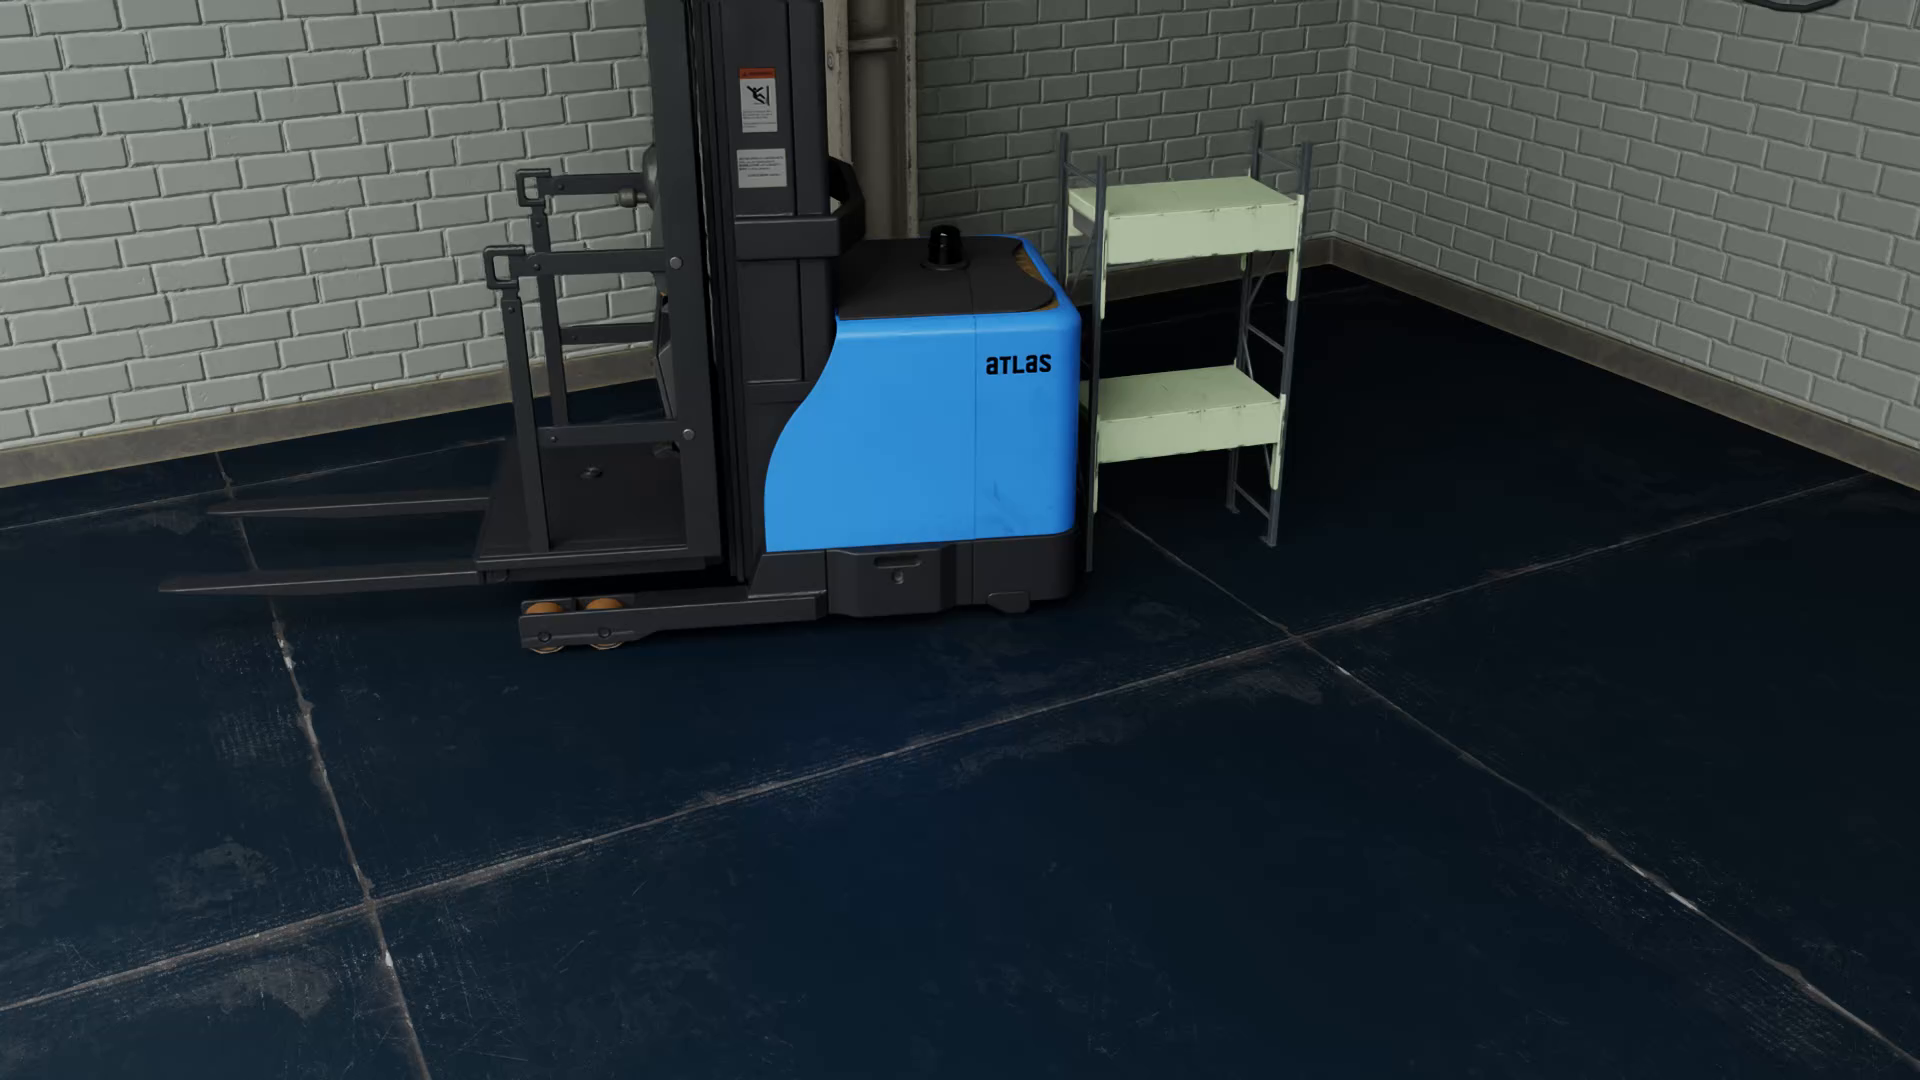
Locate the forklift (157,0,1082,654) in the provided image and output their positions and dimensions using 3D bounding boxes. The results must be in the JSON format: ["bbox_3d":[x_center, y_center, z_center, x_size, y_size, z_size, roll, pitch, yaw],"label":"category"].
[{"bbox_3d":[-1.155,-1.192,5.346,3.031,2.935,1.130,-4,26,-7],"label":"forklift"}]

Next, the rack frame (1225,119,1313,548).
[{"bbox_3d":[1.110,-0.731,6.040,0.023,1.500,0.400,-7,27,-15],"label":"rack frame"}]

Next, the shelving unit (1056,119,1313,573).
[{"bbox_3d":[0.759,-0.686,5.946,0.755,1.500,0.431,-7,27,-15],"label":"shelving unit"}]

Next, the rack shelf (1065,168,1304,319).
[{"bbox_3d":[0.759,-1.038,5.777,0.720,0.370,0.431,-7,27,-15],"label":"rack shelf"}]

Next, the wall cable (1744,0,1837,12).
[{"bbox_3d":[2.782,-3.690,7.127,0.112,2.526,3.097,-13,29,-25],"label":"wall cable"}]

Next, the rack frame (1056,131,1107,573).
[{"bbox_3d":[0.409,-0.641,5.853,0.023,1.500,0.400,-7,27,-15],"label":"rack frame"}]

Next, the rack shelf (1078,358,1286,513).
[{"bbox_3d":[0.759,-0.392,6.087,0.720,0.370,0.431,-7,27,-15],"label":"rack shelf"}]

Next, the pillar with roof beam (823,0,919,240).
[{"bbox_3d":[1.586,-3.351,2.832,0.400,9.000,9.100,-13,29,-25],"label":"pillar with roof beam"}]
